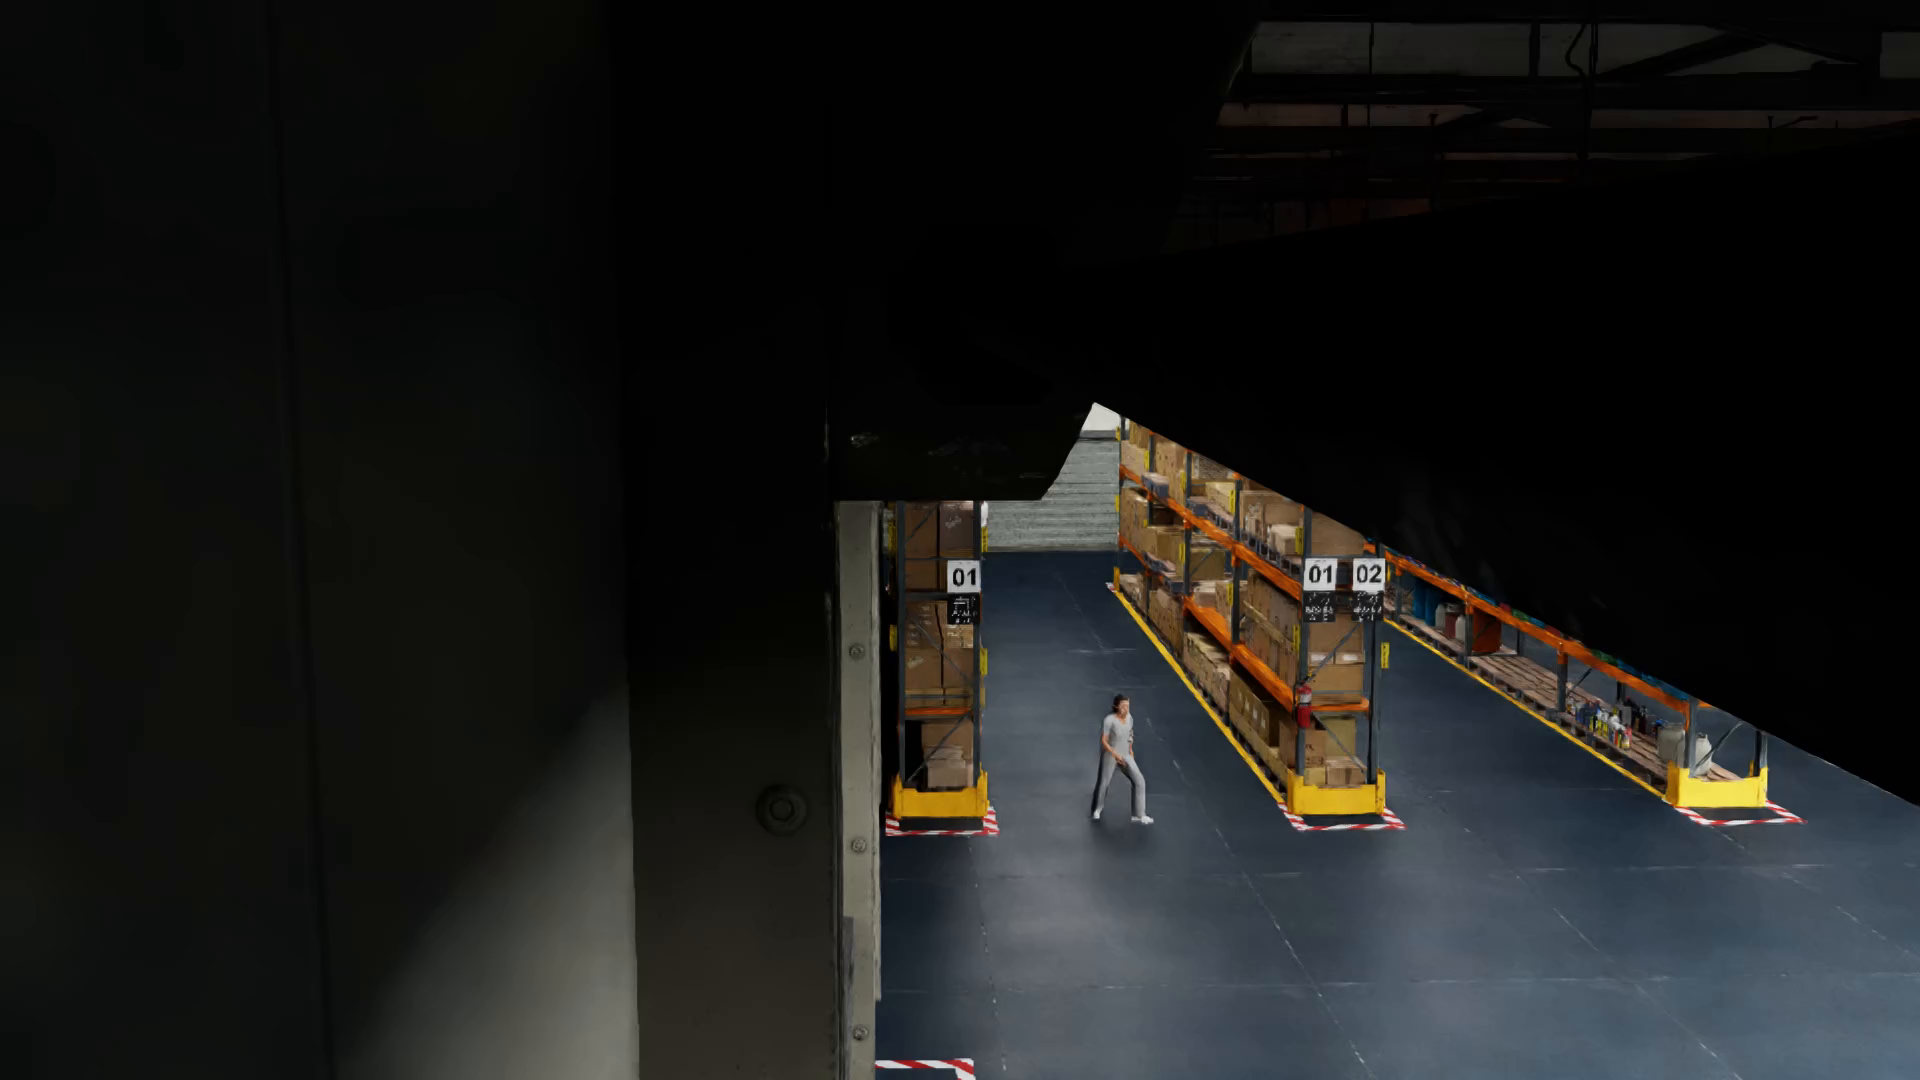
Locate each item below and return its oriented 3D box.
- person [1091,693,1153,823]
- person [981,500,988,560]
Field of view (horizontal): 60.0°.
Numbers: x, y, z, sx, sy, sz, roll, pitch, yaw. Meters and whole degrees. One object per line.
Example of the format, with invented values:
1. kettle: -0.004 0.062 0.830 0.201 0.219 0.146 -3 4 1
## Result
1. person: 1.926 2.633 20.205 0.592 1.613 0.774 -4 9 -24
2. person: 0.418 -0.382 40.656 0.612 1.754 0.579 -6 10 -37
